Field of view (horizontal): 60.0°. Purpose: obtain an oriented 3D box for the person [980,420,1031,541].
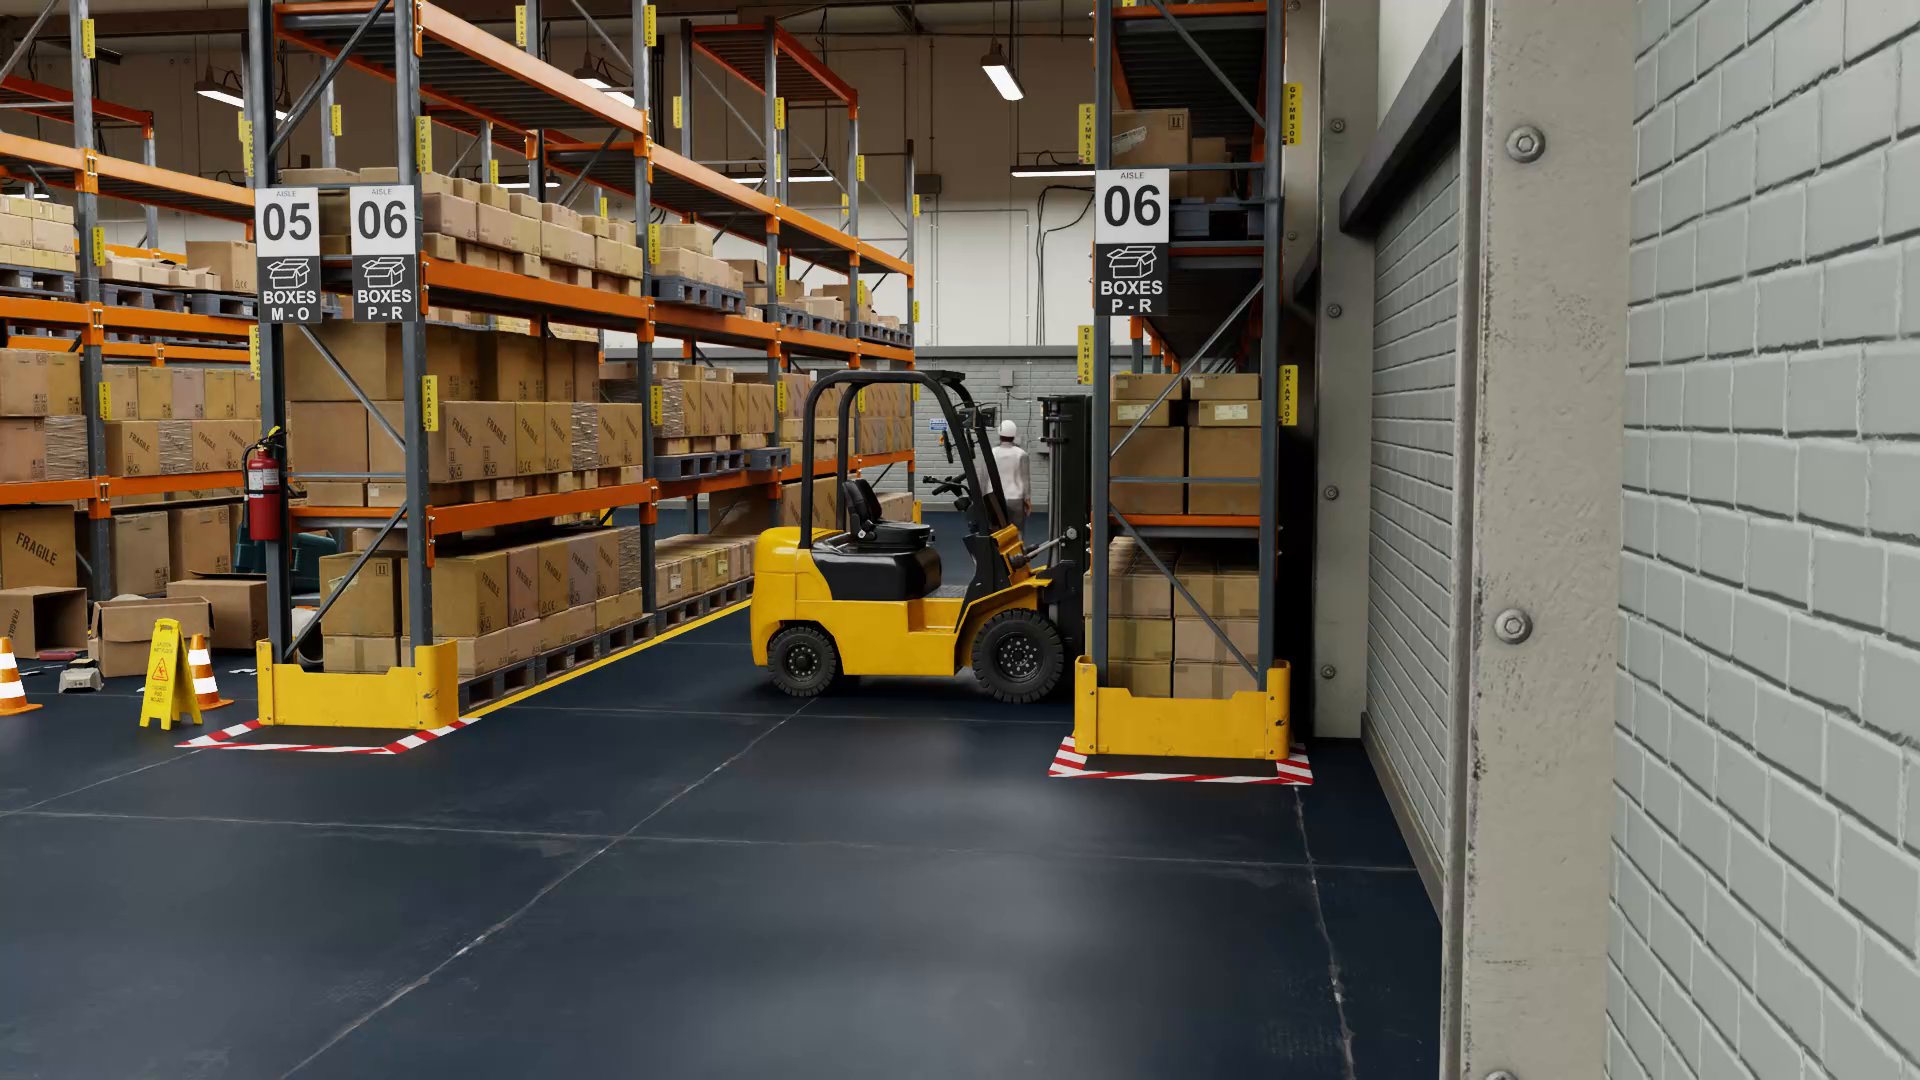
[{"bbox_3d":[0.509,-0.430,18.574,0.567,1.817,0.515,0,4,0],"label":"person"}]
